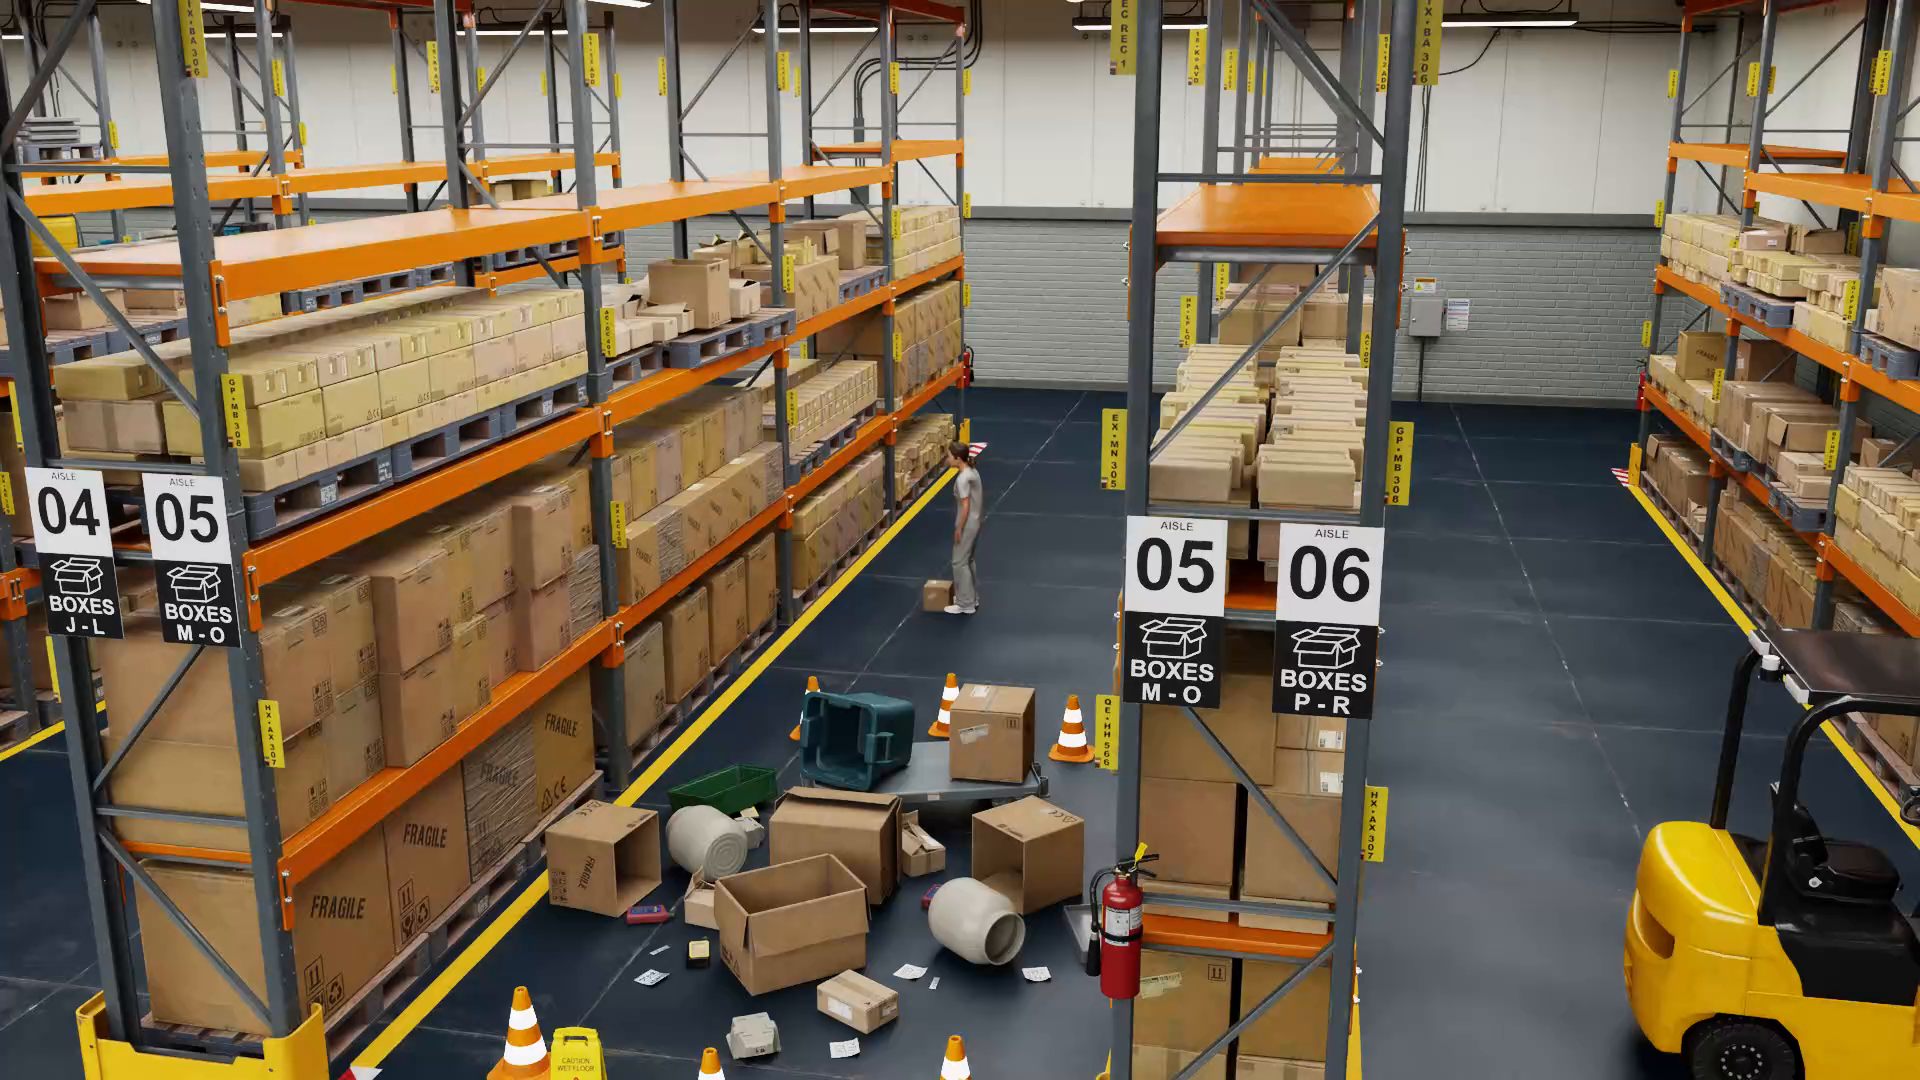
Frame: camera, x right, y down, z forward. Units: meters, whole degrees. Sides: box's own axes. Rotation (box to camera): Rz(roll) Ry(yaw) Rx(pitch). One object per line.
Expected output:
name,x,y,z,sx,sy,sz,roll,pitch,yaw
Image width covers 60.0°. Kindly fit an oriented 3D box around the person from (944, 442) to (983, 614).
person,0.040,-0.130,16.011,0.361,1.672,0.493,2,15,9
